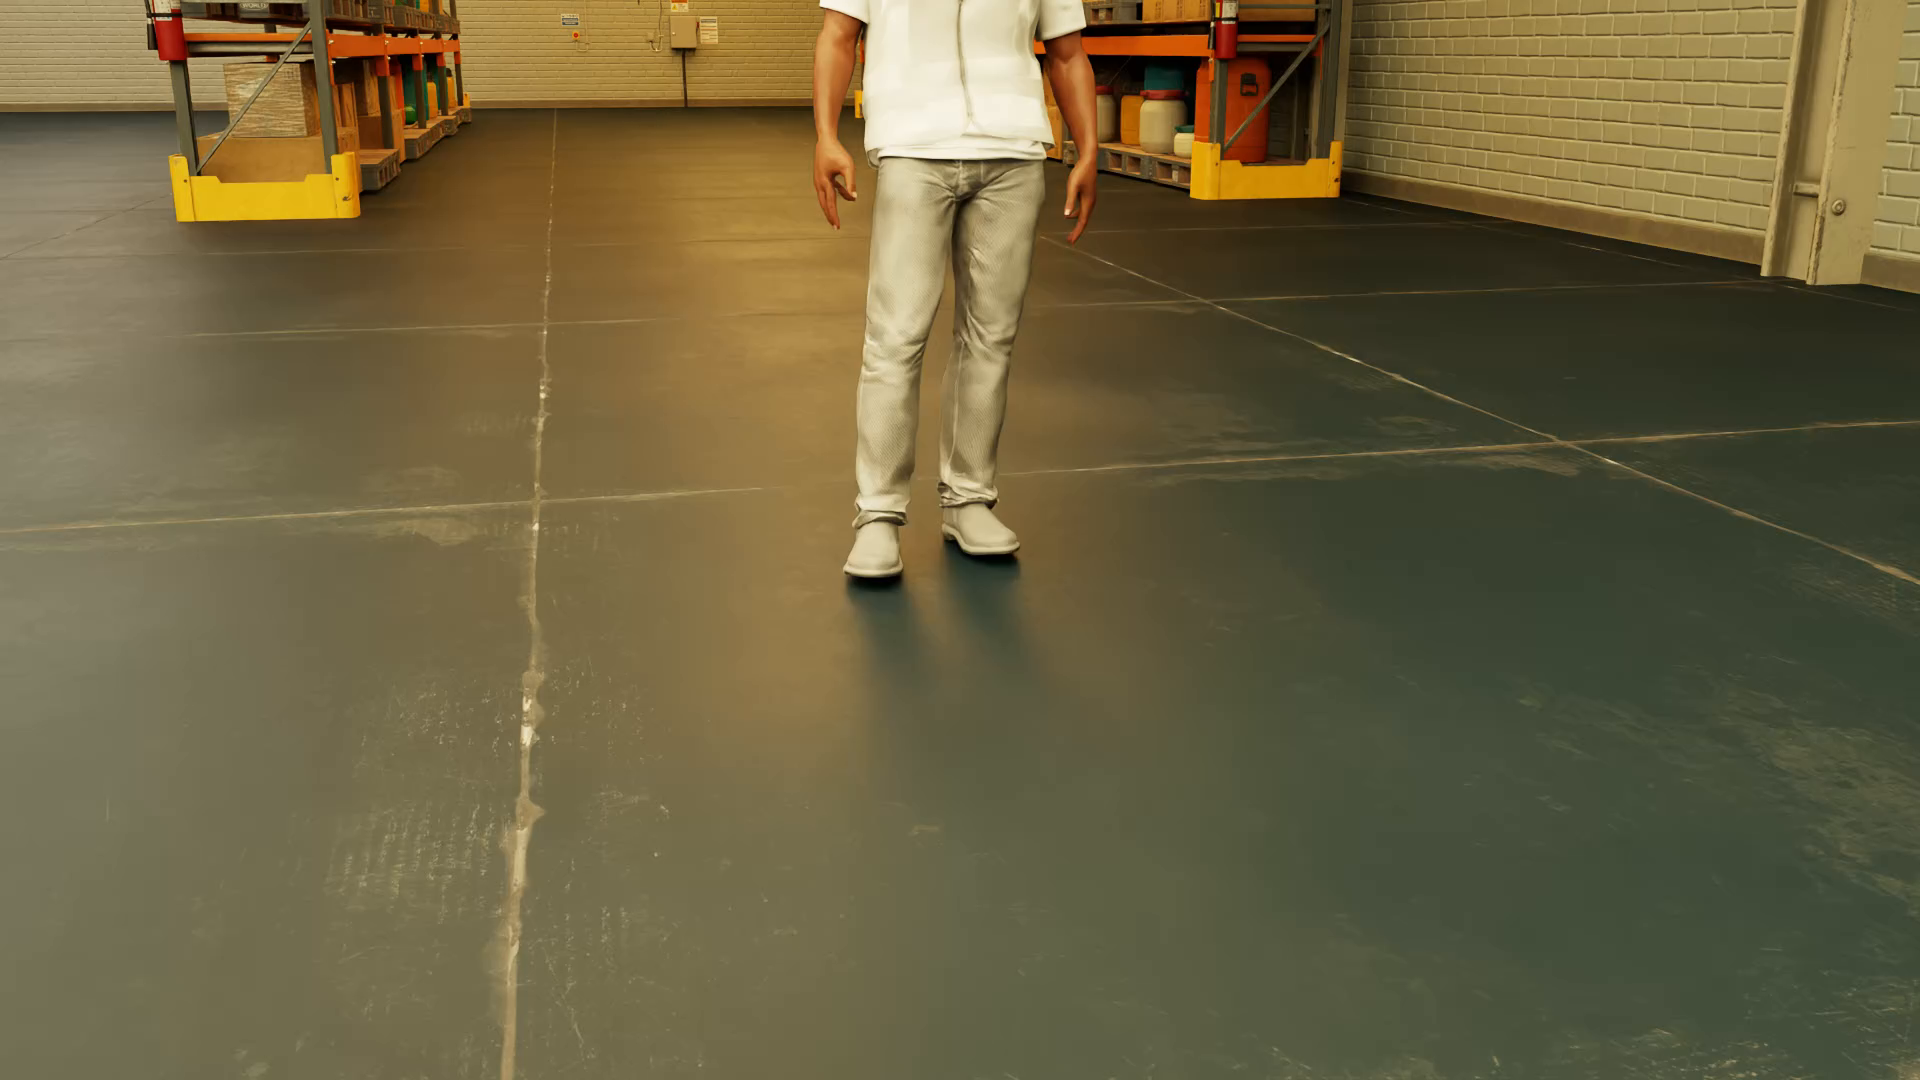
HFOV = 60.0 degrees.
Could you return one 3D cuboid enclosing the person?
[{"bbox_3d":[0.010,-0.834,3.695,0.665,1.768,0.575,-4,17,-12],"label":"person"}]
